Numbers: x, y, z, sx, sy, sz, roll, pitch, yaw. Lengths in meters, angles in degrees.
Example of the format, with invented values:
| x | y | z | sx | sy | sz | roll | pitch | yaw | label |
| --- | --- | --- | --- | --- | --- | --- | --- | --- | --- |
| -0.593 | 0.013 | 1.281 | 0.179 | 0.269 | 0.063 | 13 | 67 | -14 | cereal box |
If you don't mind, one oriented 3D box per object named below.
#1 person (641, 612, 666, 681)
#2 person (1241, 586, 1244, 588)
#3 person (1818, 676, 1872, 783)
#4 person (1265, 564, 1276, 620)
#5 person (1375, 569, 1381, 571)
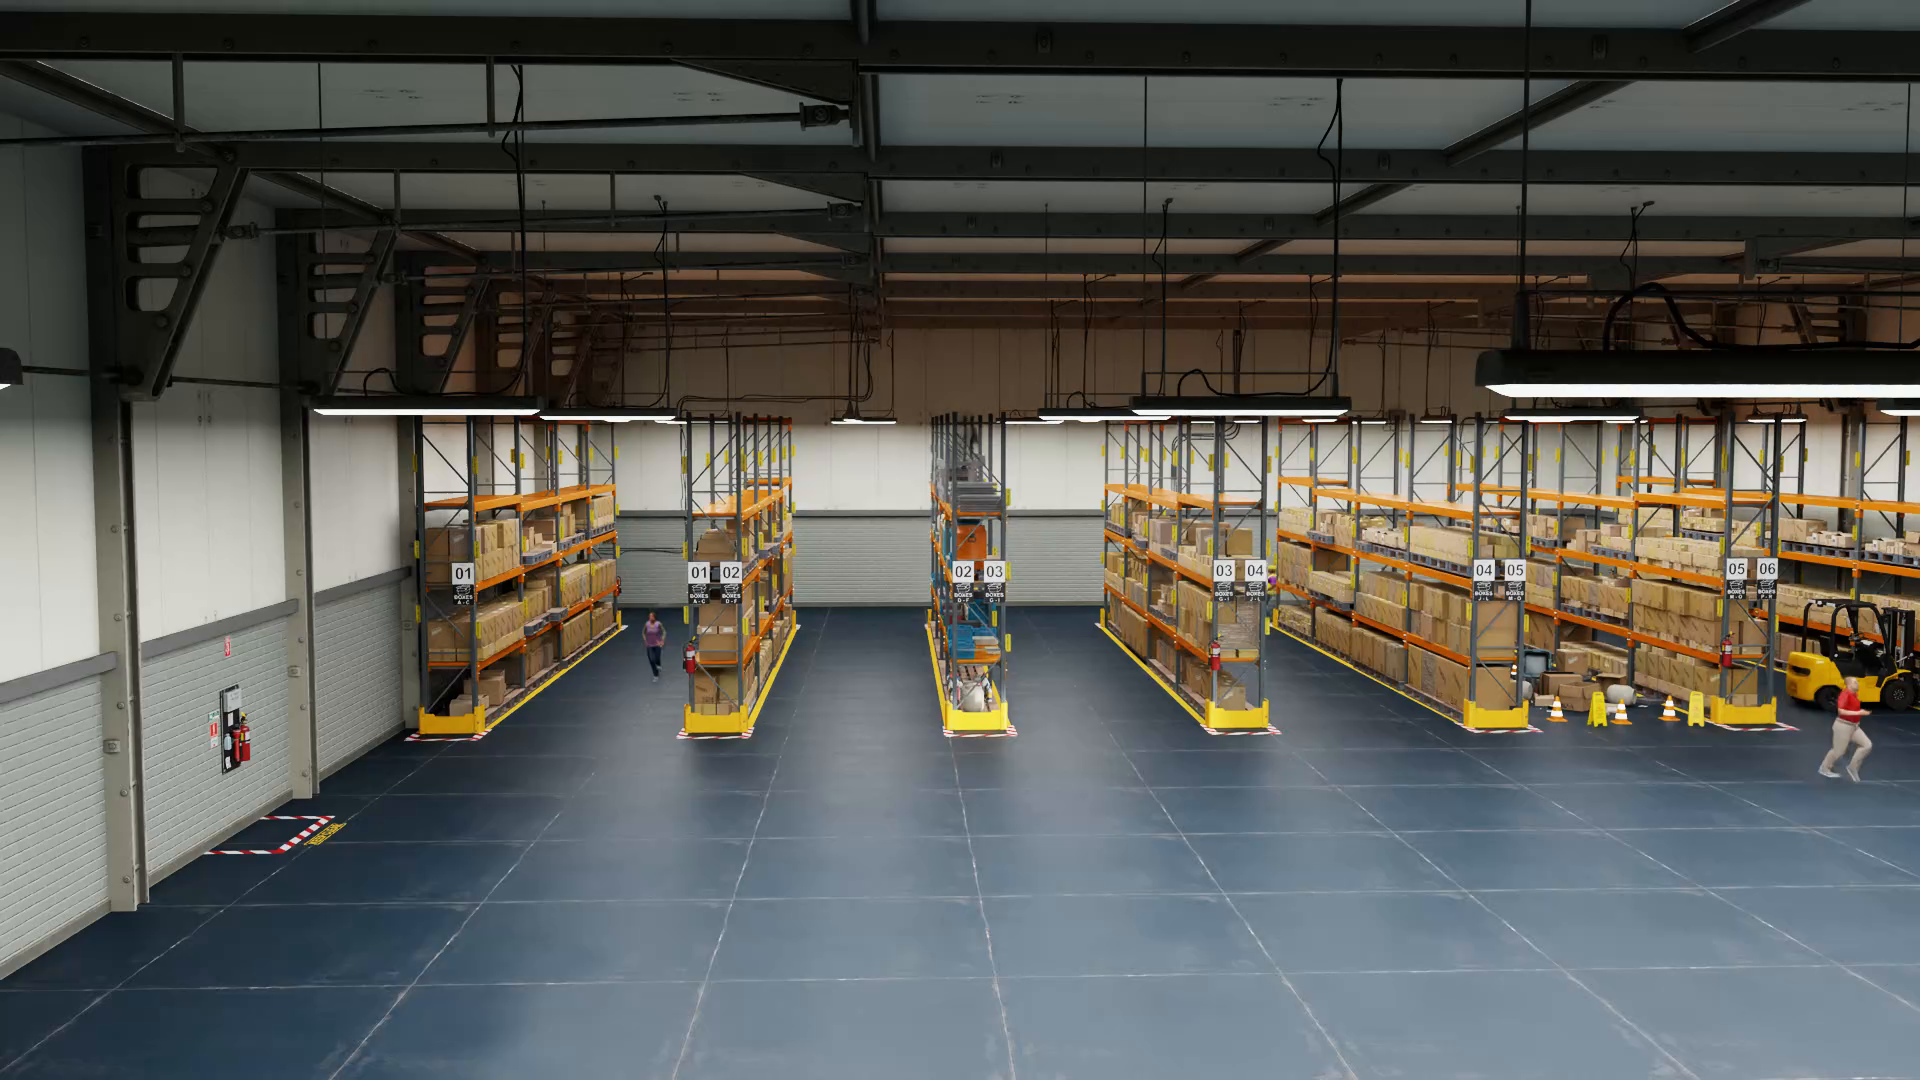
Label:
| x | y | z | sx | sy | sz | roll | pitch | yaw | label |
| --- | --- | --- | --- | --- | --- | --- | --- | --- | --- |
| -6.921 | 2.399 | 37.585 | 0.553 | 1.558 | 0.534 | 0 | 4 | 0 | person |
| 8.488 | 1.591 | 48.348 | 0.762 | 1.709 | 0.537 | 3 | 5 | 42 | person |
| 14.257 | 3.094 | 26.773 | 0.641 | 1.693 | 0.790 | -3 | 5 | -40 | person |
| 9.082 | 1.535 | 49.128 | 0.562 | 1.682 | 0.769 | 1 | 4 | 15 | person |
| 11.548 | 1.675 | 45.918 | 0.661 | 1.769 | 0.993 | 0 | 4 | -7 | person |
